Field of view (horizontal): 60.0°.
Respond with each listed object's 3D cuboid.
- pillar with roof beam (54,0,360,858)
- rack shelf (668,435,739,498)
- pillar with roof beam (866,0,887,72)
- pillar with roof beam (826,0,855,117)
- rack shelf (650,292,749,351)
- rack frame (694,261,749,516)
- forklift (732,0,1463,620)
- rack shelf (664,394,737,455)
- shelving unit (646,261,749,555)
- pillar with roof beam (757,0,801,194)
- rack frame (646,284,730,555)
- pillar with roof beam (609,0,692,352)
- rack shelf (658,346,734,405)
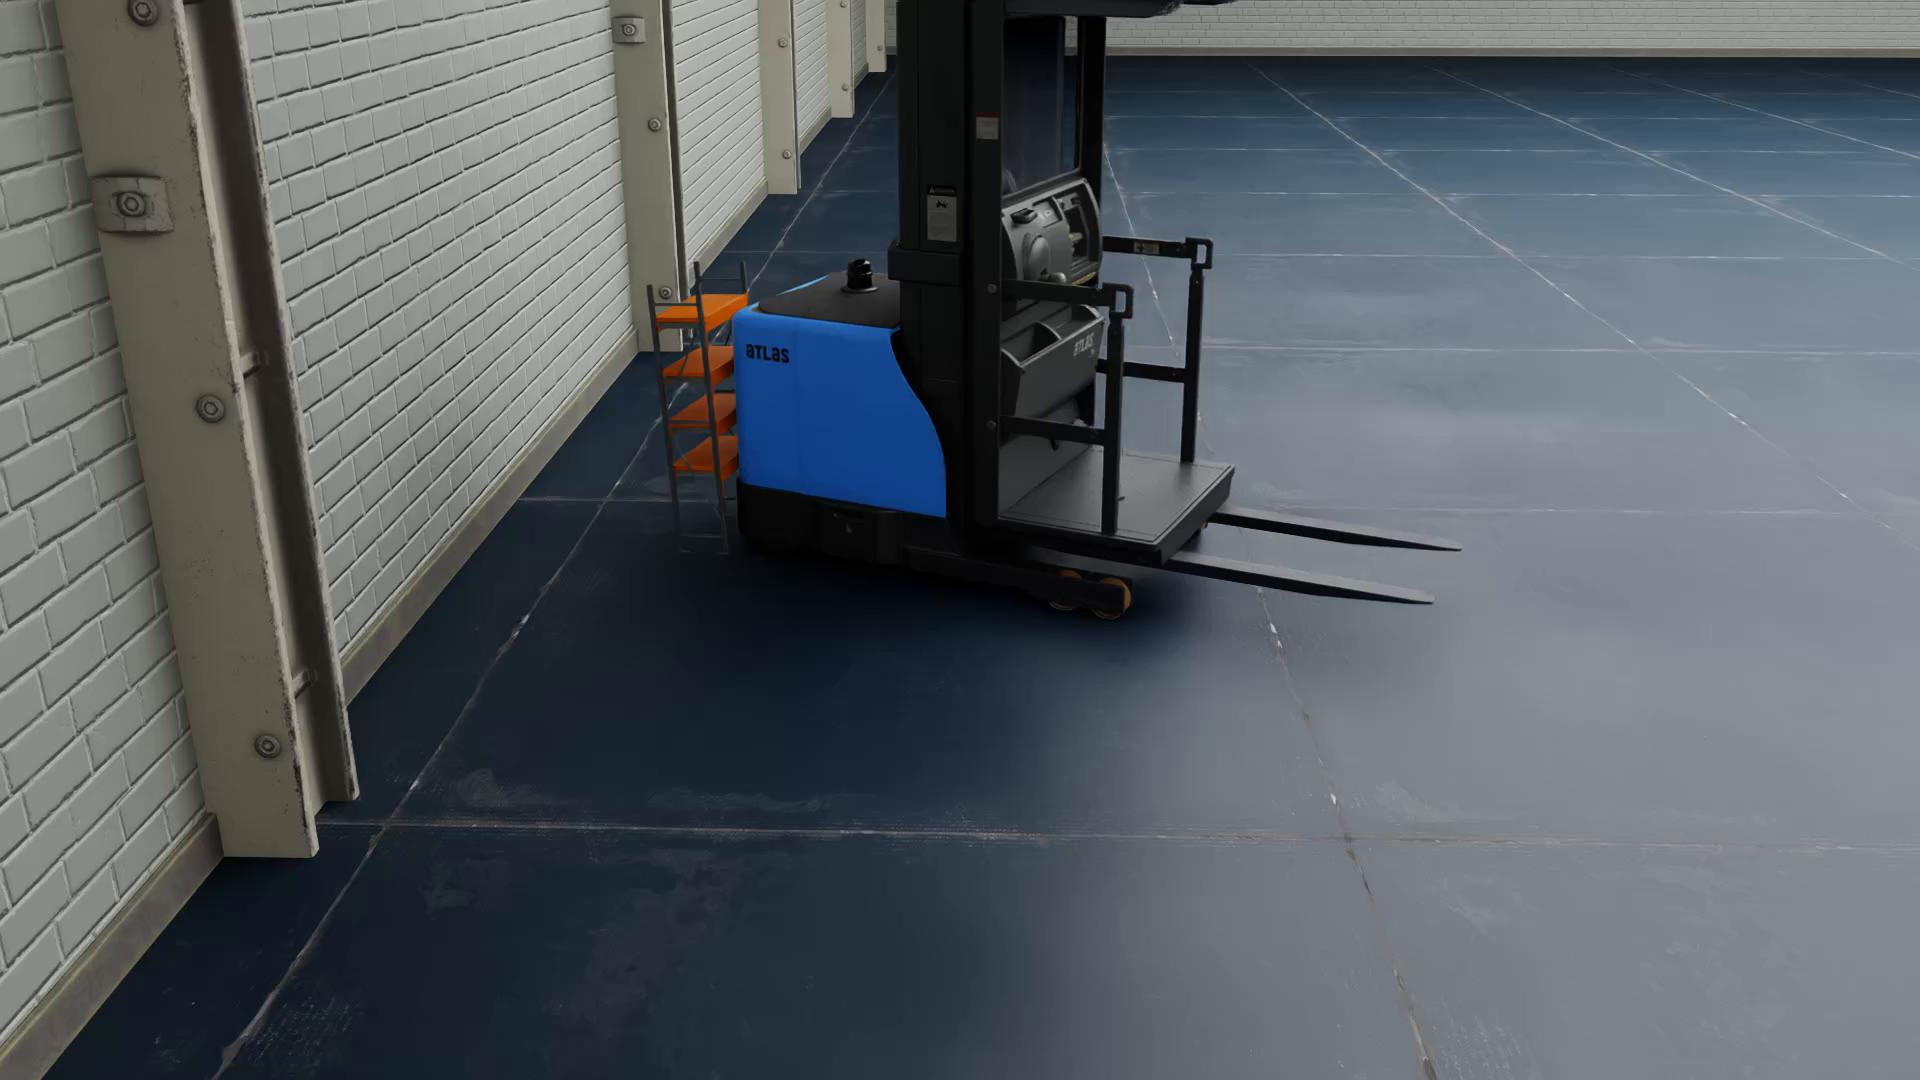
[{"bbox_3d":[2.190,-3.258,3.484,9.100,9.000,0.400,1,21,2],"label":"pillar with roof beam"},{"bbox_3d":[-1.087,-0.339,7.459,0.258,0.148,0.480,3,21,15],"label":"rack shelf"},{"bbox_3d":[2.920,-11.935,25.849,9.100,9.000,0.400,1,21,2],"label":"pillar with roof beam"},{"bbox_3d":[2.738,-9.766,20.258,9.100,9.000,0.400,1,21,2],"label":"pillar with roof beam"},{"bbox_3d":[-1.122,-0.956,7.230,0.258,0.148,0.480,3,21,15],"label":"rack shelf"},{"bbox_3d":[-1.037,-0.673,7.587,0.240,1.200,0.015,3,21,15],"label":"rack frame"},{"bbox_3d":[0.567,-1.264,6.735,3.031,2.935,1.130,10,23,24],"label":"forklift"},{"bbox_3d":[-1.097,-0.525,7.390,0.258,0.148,0.480,3,21,15],"label":"rack shelf"},{"bbox_3d":[-1.101,-0.588,7.367,0.258,1.200,0.503,3,21,15],"label":"shelving unit"},{"bbox_3d":[2.555,-7.596,14.667,9.100,9.000,0.400,1,21,2],"label":"pillar with roof beam"},{"bbox_3d":[-1.165,-0.503,7.147,0.240,1.200,0.015,3,21,15],"label":"rack frame"},{"bbox_3d":[2.373,-5.427,9.076,9.100,9.000,0.400,1,21,2],"label":"pillar with roof beam"},{"bbox_3d":[-1.109,-0.735,7.313,0.258,0.148,0.480,3,21,15],"label":"rack shelf"}]
